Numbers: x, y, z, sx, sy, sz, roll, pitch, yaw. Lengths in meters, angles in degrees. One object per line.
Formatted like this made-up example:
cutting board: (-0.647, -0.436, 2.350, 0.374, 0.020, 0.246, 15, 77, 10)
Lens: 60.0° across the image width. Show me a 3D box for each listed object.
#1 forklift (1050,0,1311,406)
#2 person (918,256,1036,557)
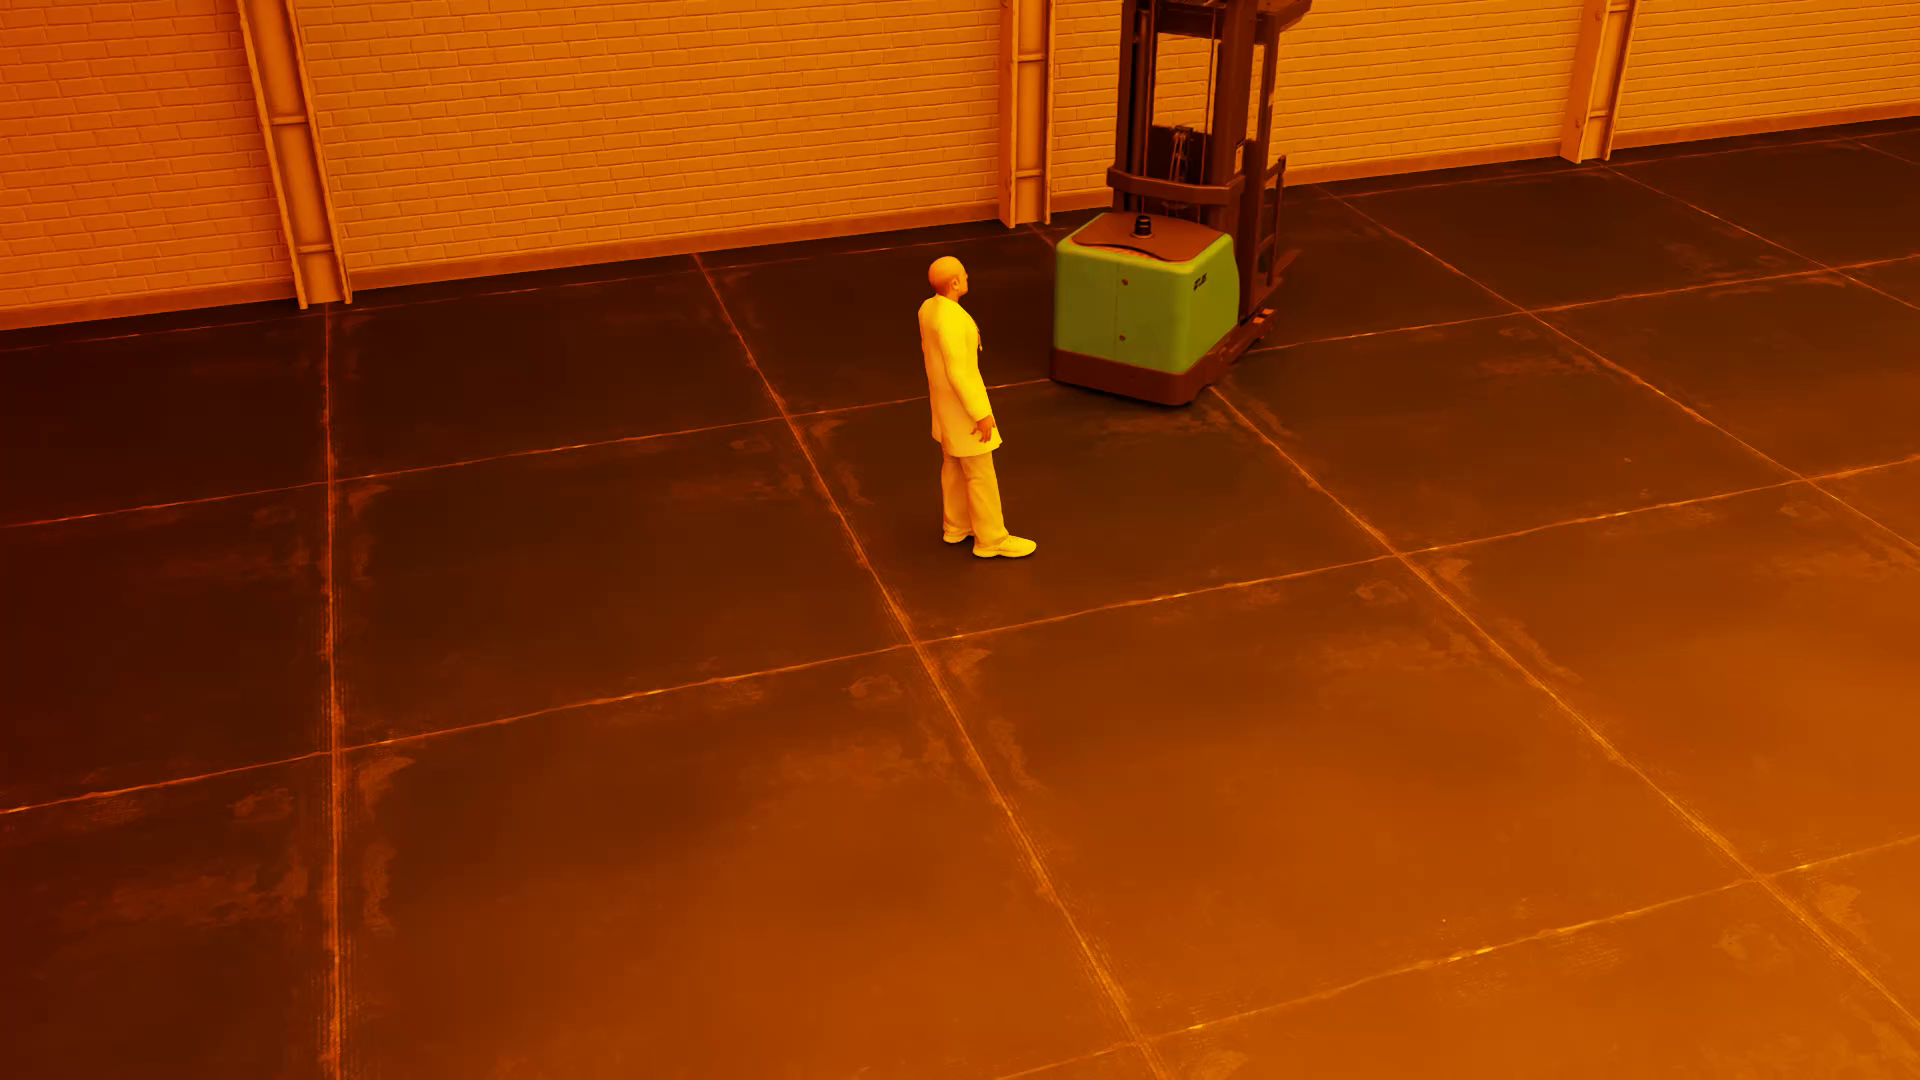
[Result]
forklift: (1.800, -2.901, 12.130, 1.130, 2.935, 3.031, 16, 33, 25)
person: (0.087, -0.788, 9.600, 0.581, 1.775, 0.696, -10, 31, -16)
